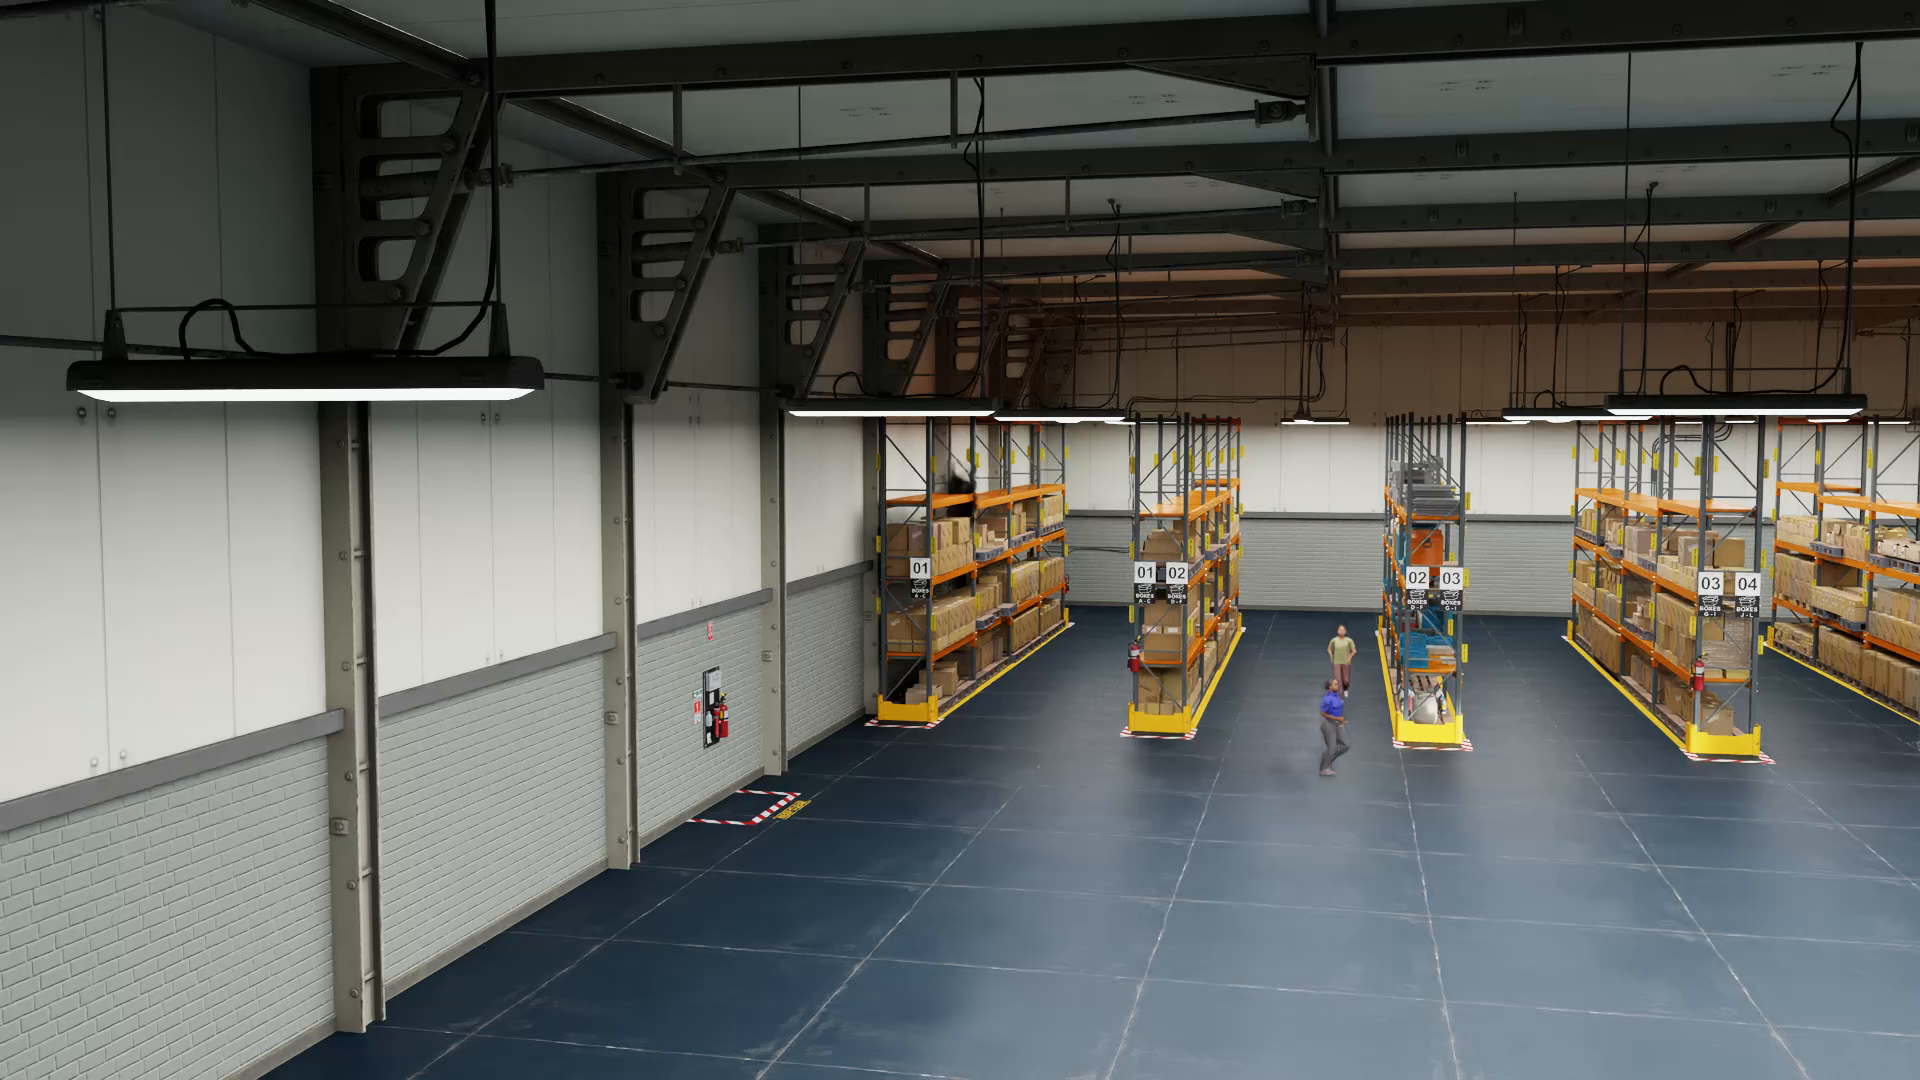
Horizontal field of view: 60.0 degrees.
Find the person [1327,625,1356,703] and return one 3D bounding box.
[{"bbox_3d":[7.929,2.569,34.598,0.578,1.618,0.589,1,4,15],"label":"person"}]

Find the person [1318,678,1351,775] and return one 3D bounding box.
[{"bbox_3d":[6.149,3.062,27.263,0.558,1.610,0.548,3,5,41],"label":"person"}]

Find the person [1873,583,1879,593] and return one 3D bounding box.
[{"bbox_3d":[23.363,1.978,42.544,0.707,1.768,0.807,0,4,5],"label":"person"}]
